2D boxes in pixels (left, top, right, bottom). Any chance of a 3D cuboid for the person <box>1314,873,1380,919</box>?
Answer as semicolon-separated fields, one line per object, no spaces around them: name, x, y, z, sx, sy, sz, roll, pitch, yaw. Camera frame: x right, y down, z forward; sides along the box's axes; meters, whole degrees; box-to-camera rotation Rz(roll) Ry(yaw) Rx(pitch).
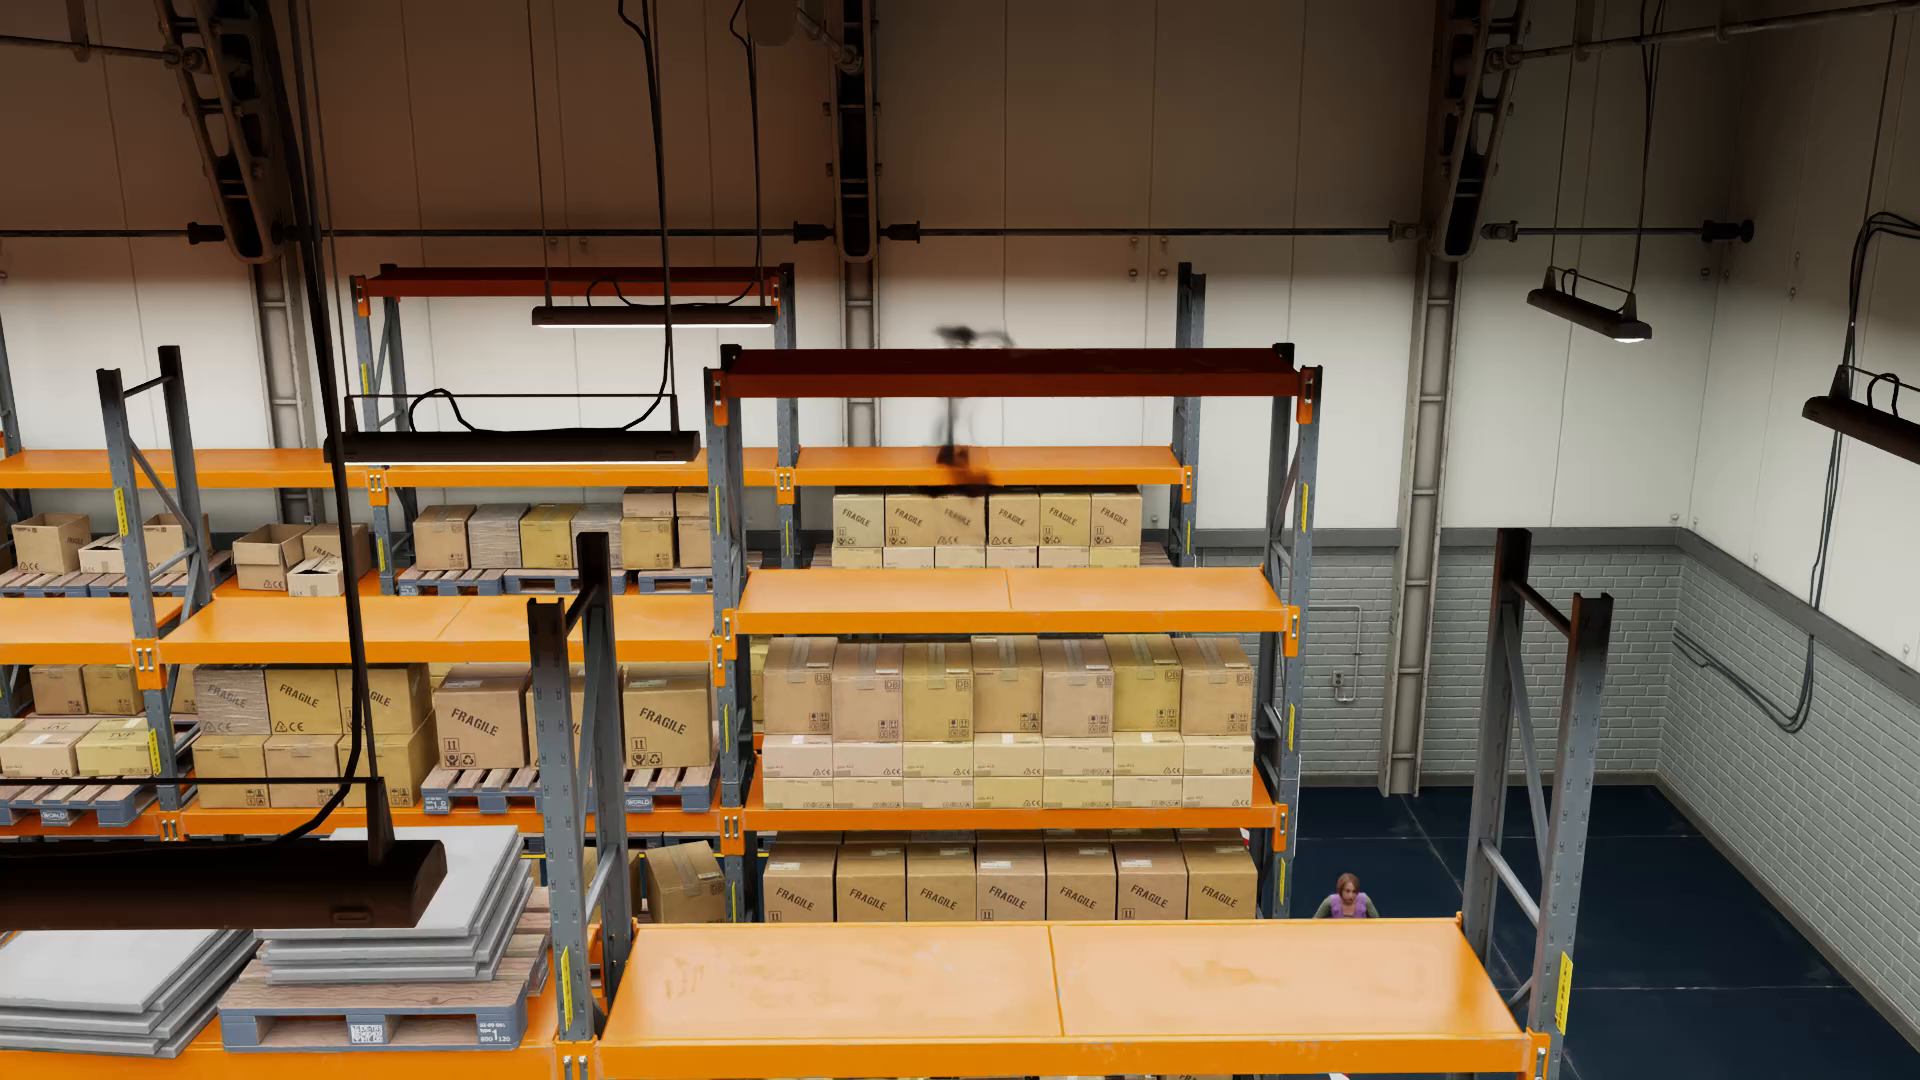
person;3.234;3.448;14.020;0.555;1.575;0.760;1;16;2
